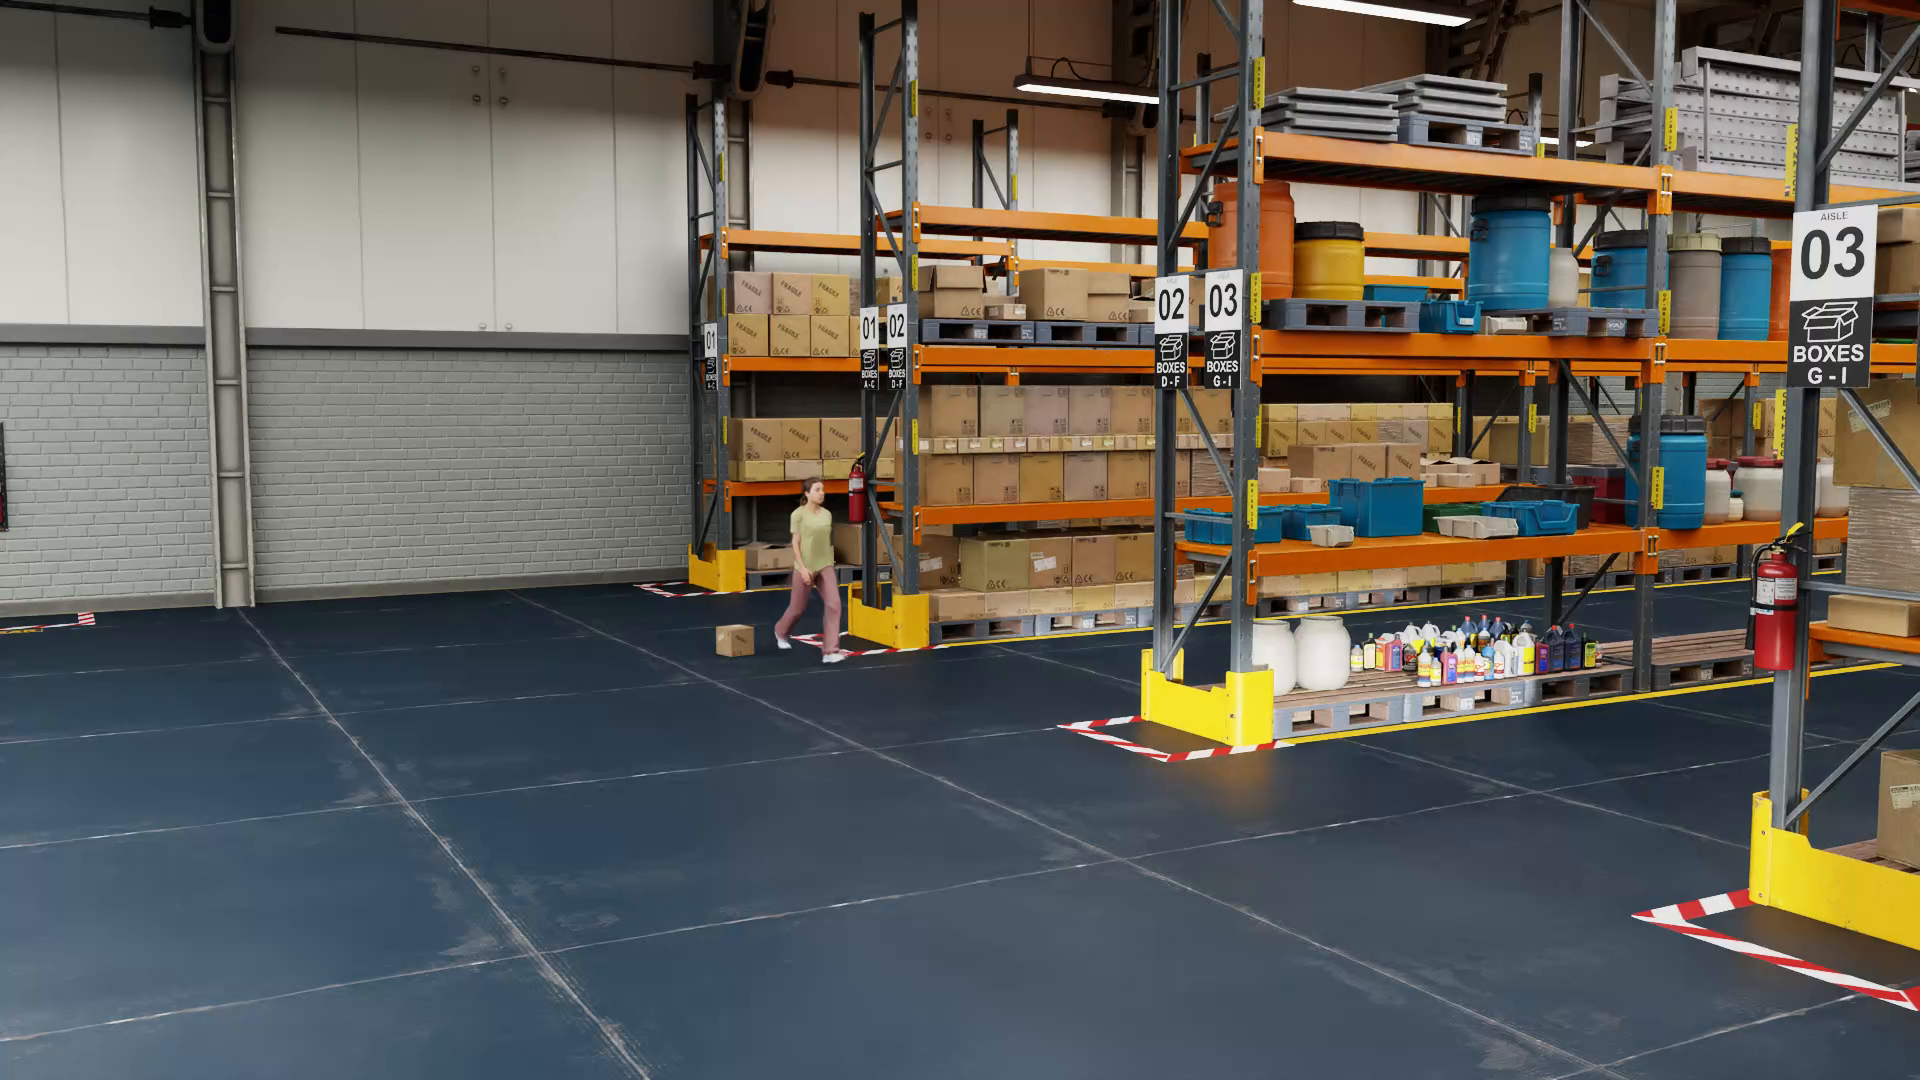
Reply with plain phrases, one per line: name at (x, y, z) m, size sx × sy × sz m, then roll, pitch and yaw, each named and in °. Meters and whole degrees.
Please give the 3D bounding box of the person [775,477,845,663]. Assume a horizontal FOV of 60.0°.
person at (-1.303, 0.249, 14.694) m, size 0.436 × 1.620 × 0.991 m, roll -3°, pitch 6°, yaw -31°
